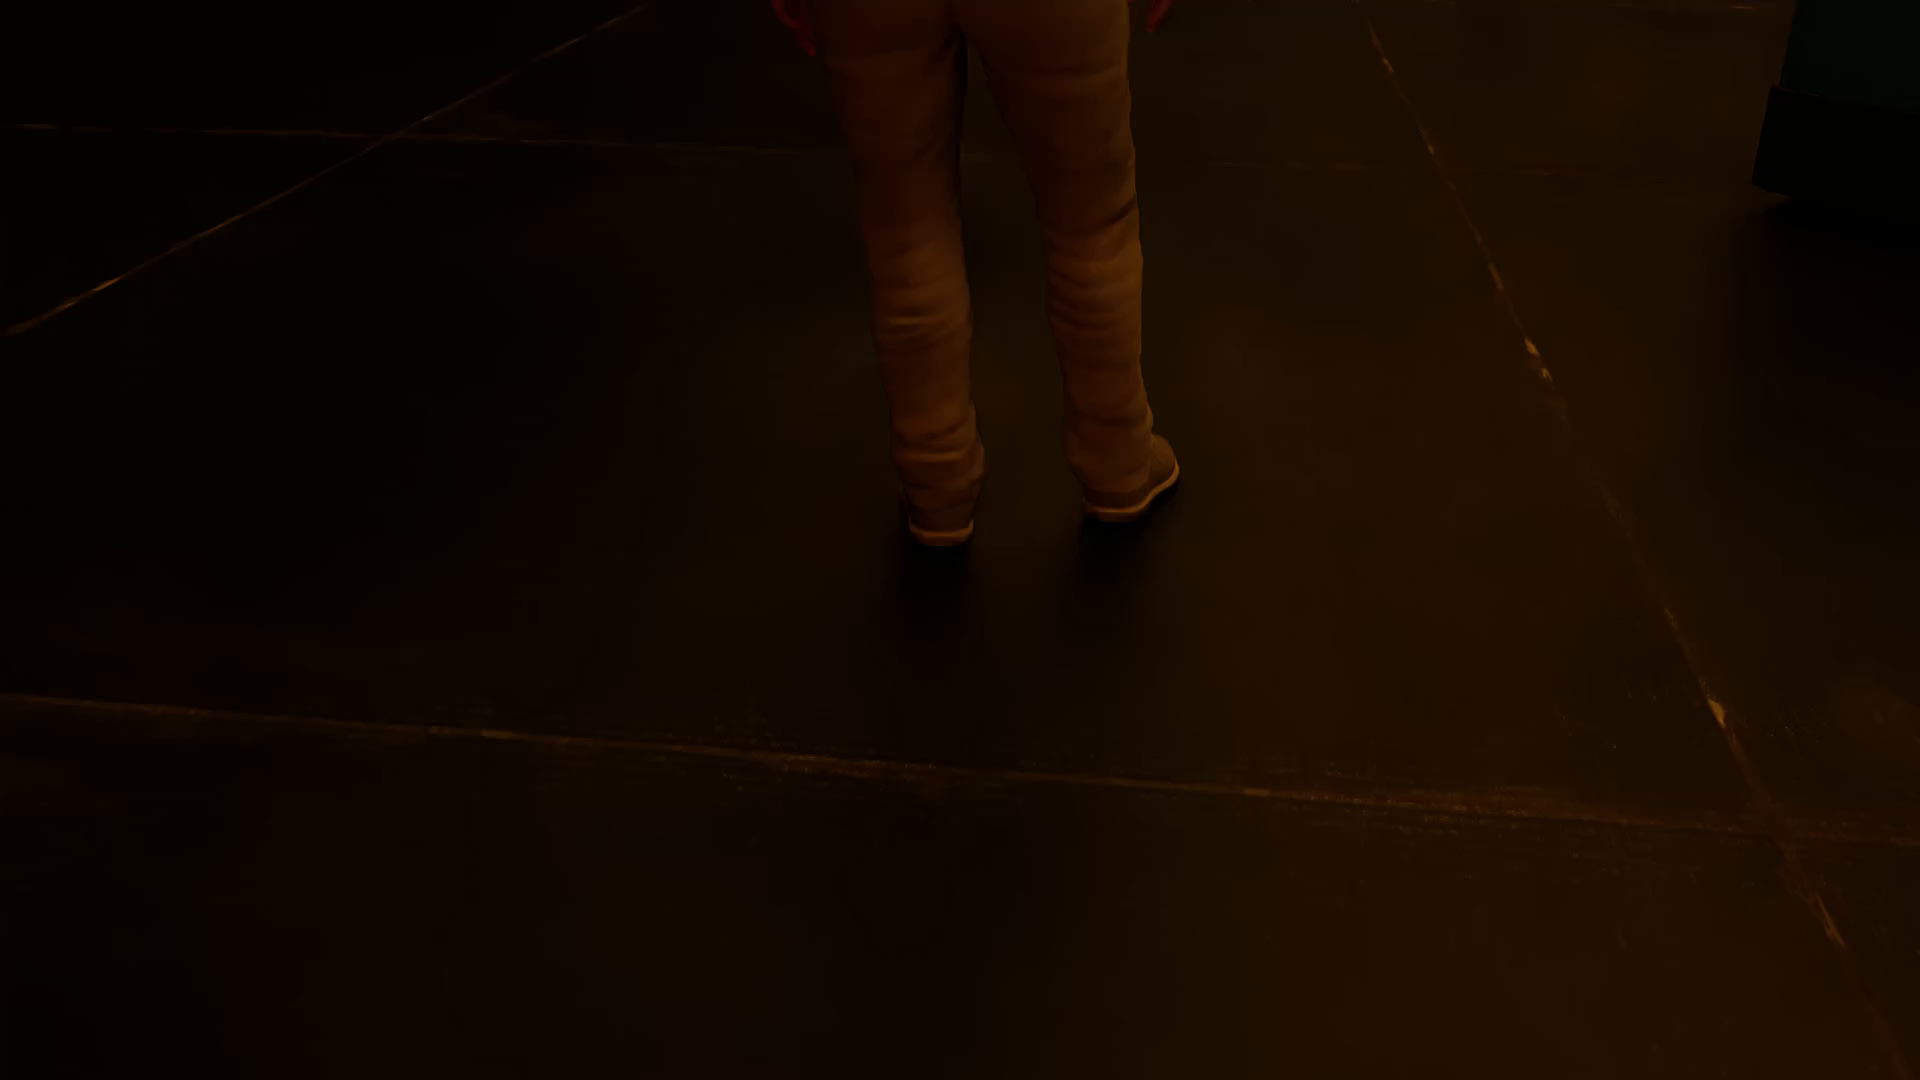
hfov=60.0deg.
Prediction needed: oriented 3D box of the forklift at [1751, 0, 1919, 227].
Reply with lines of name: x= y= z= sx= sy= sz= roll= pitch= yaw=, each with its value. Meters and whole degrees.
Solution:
forklift: x=3.468 y=-2.302 z=3.830 sx=3.031 sy=2.935 sz=1.130 roll=-16 pitch=31 yaw=-29

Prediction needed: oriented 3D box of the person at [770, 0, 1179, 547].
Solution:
person: x=0.033 y=-0.785 z=2.191 sx=0.598 sy=1.669 sz=0.527 roll=3 pitch=27 yaw=7
